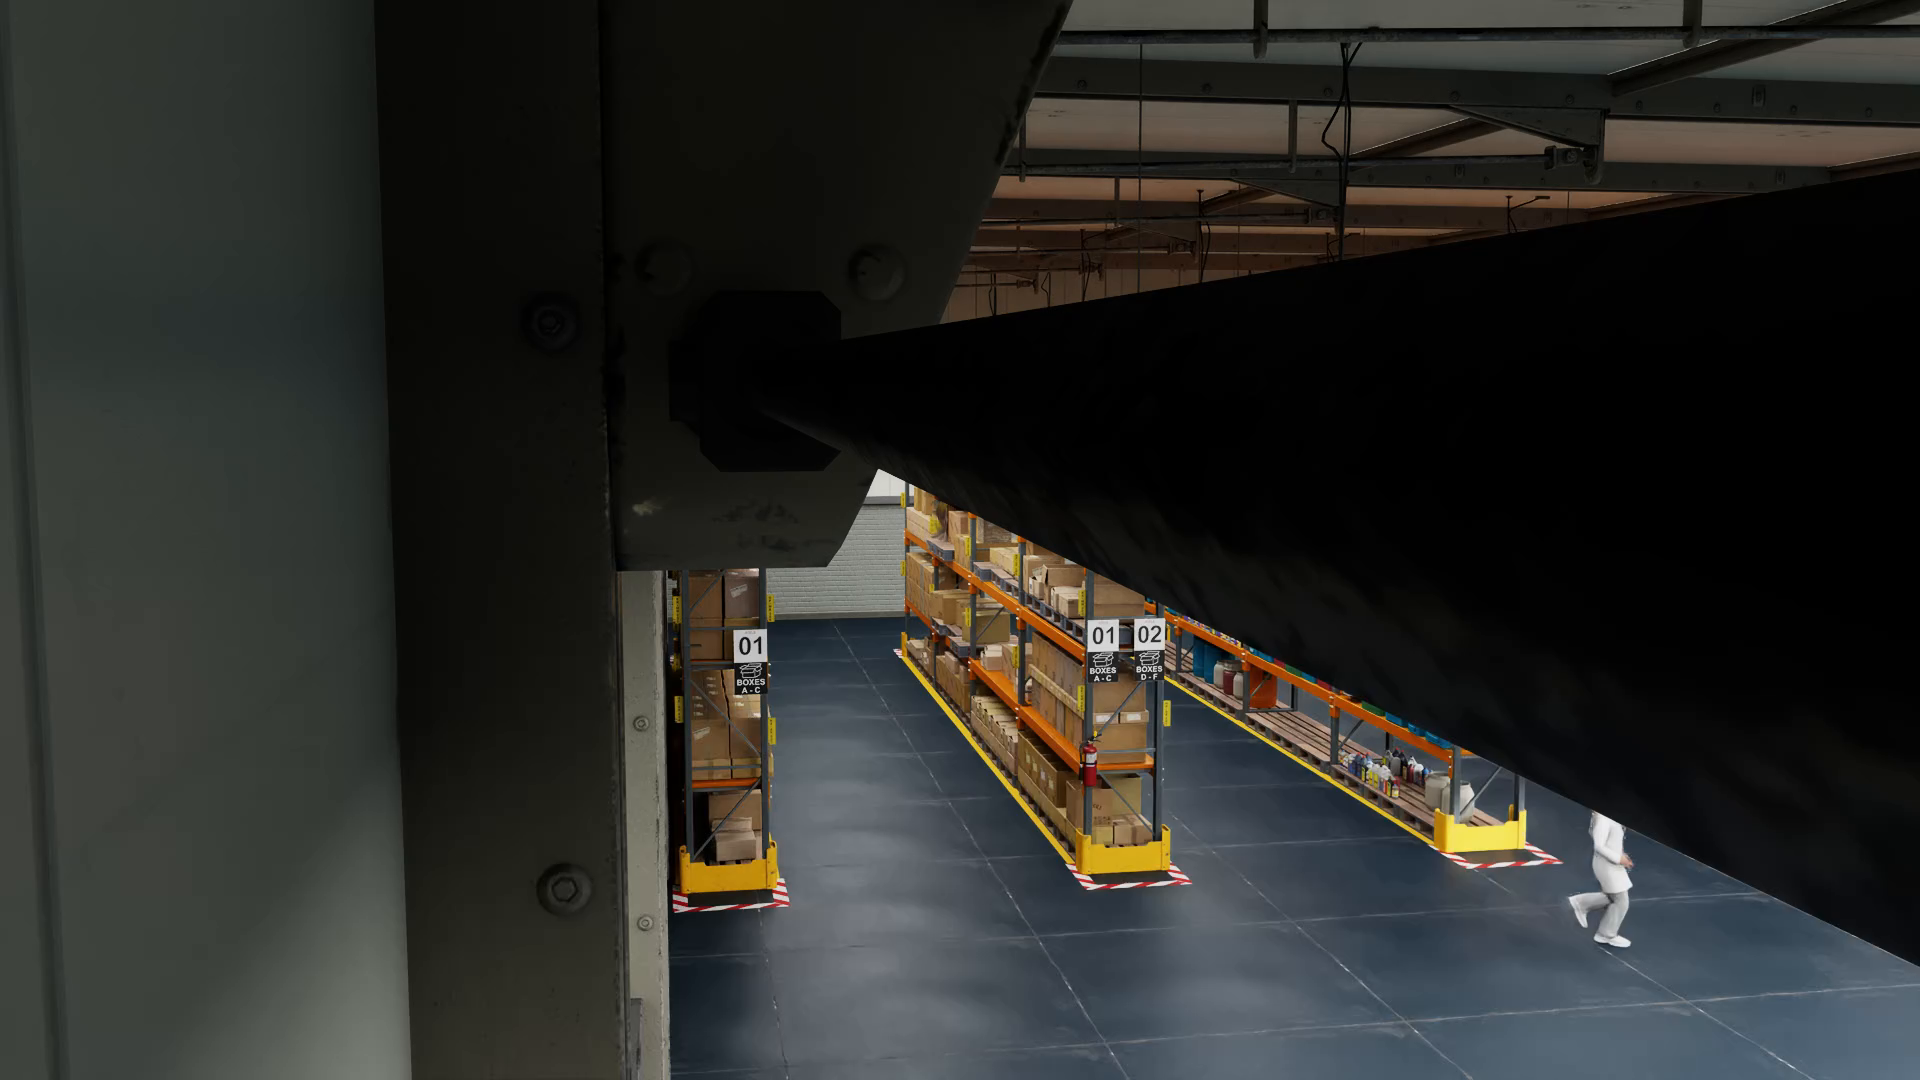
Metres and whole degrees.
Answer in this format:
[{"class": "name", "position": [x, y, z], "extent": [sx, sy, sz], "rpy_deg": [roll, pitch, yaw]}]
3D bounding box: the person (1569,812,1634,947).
[{"class": "person", "position": [7.053, 3.586, 18.271], "extent": [0.652, 1.739, 0.712], "rpy_deg": [2, 6, 19]}]
